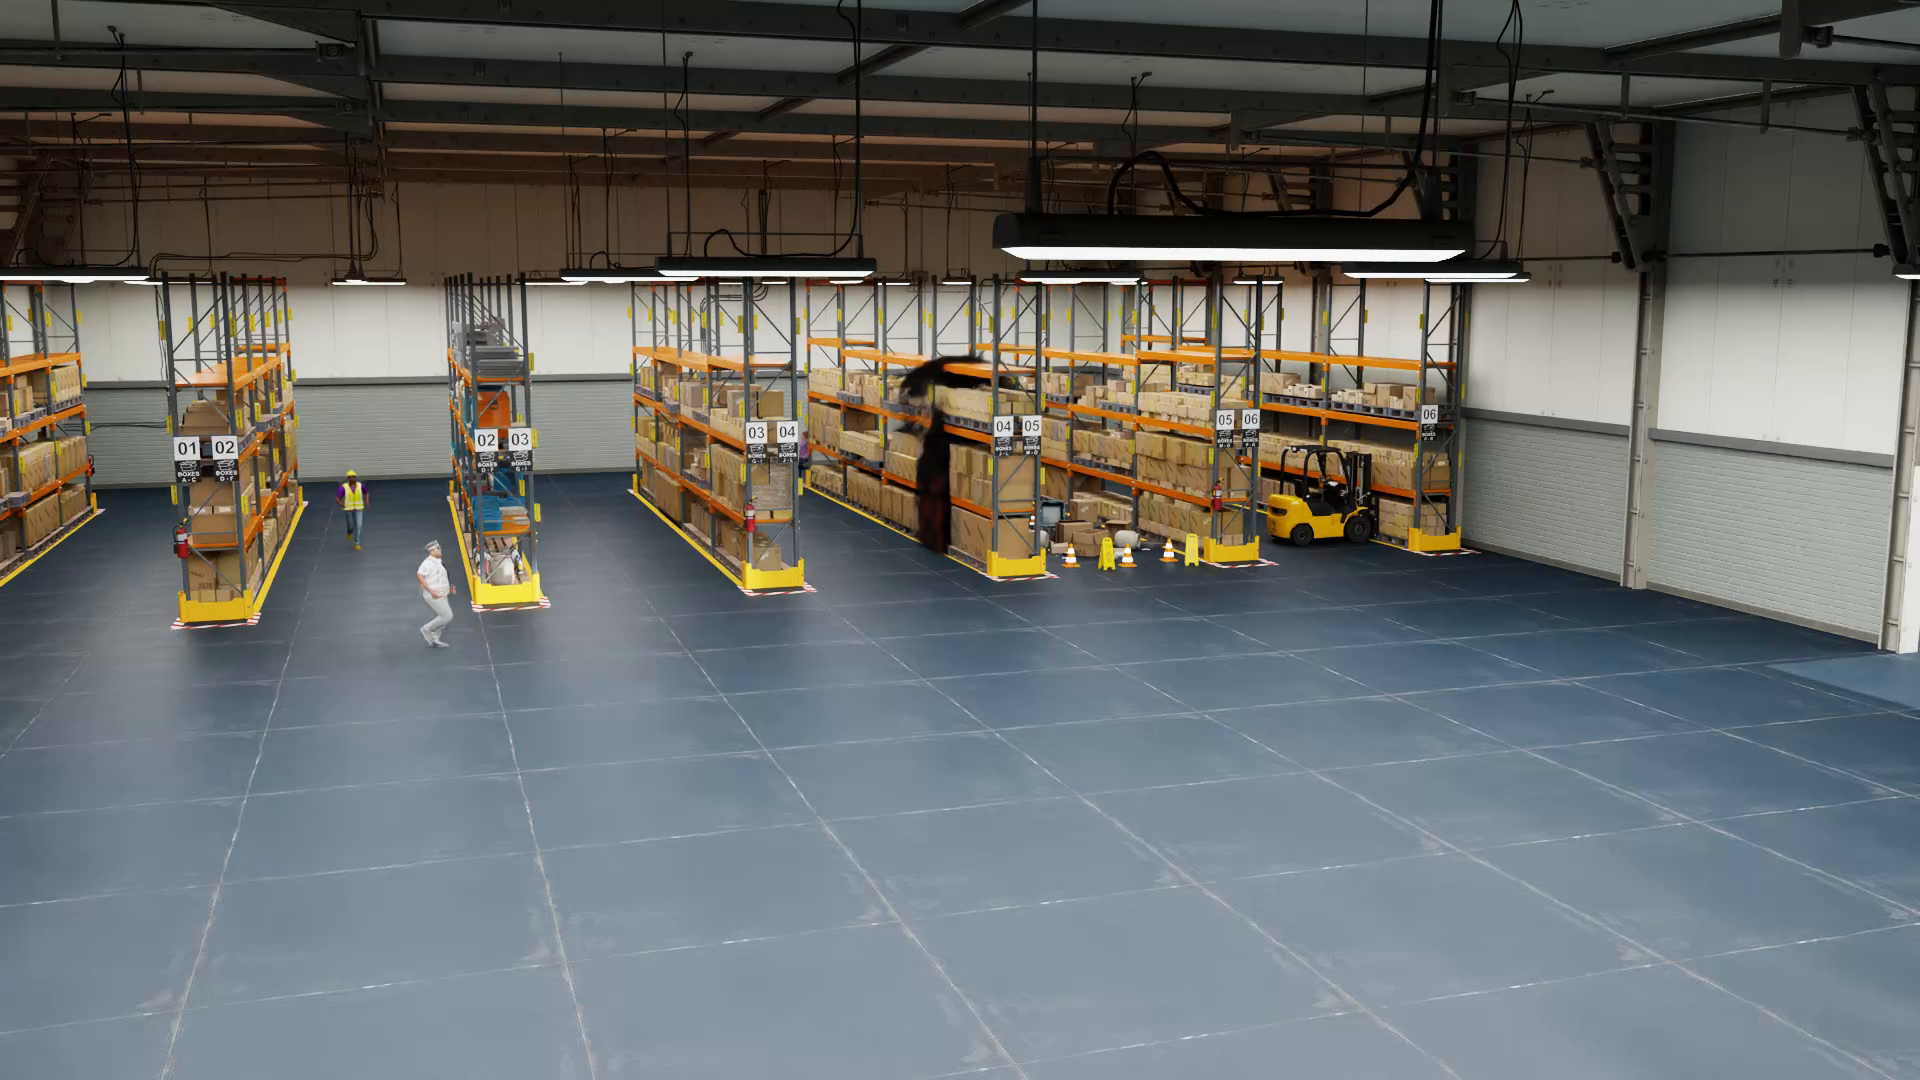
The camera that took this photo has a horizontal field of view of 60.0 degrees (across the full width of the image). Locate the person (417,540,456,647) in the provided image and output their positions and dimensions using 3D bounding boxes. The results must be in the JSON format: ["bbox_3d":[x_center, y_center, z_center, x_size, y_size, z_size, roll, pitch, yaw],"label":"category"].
[{"bbox_3d":[-8.380,0.866,26.633,0.536,1.749,0.669,0,9,-1],"label":"person"}]

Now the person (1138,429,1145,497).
[{"bbox_3d":[4.702,-1.969,43.682,0.672,1.884,0.836,-4,10,-27],"label":"person"}]

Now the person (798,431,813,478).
[{"bbox_3d":[-4.605,-2.457,49.222,0.705,1.539,0.594,-5,10,-31],"label":"person"}]

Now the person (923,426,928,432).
[{"bbox_3d":[-0.990,-2.702,50.858,0.598,1.554,0.522,-5,10,-30],"label":"person"}]

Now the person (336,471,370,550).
[{"bbox_3d":[-13.407,-0.671,36.810,0.713,1.736,0.897,-4,10,-27],"label":"person"}]
